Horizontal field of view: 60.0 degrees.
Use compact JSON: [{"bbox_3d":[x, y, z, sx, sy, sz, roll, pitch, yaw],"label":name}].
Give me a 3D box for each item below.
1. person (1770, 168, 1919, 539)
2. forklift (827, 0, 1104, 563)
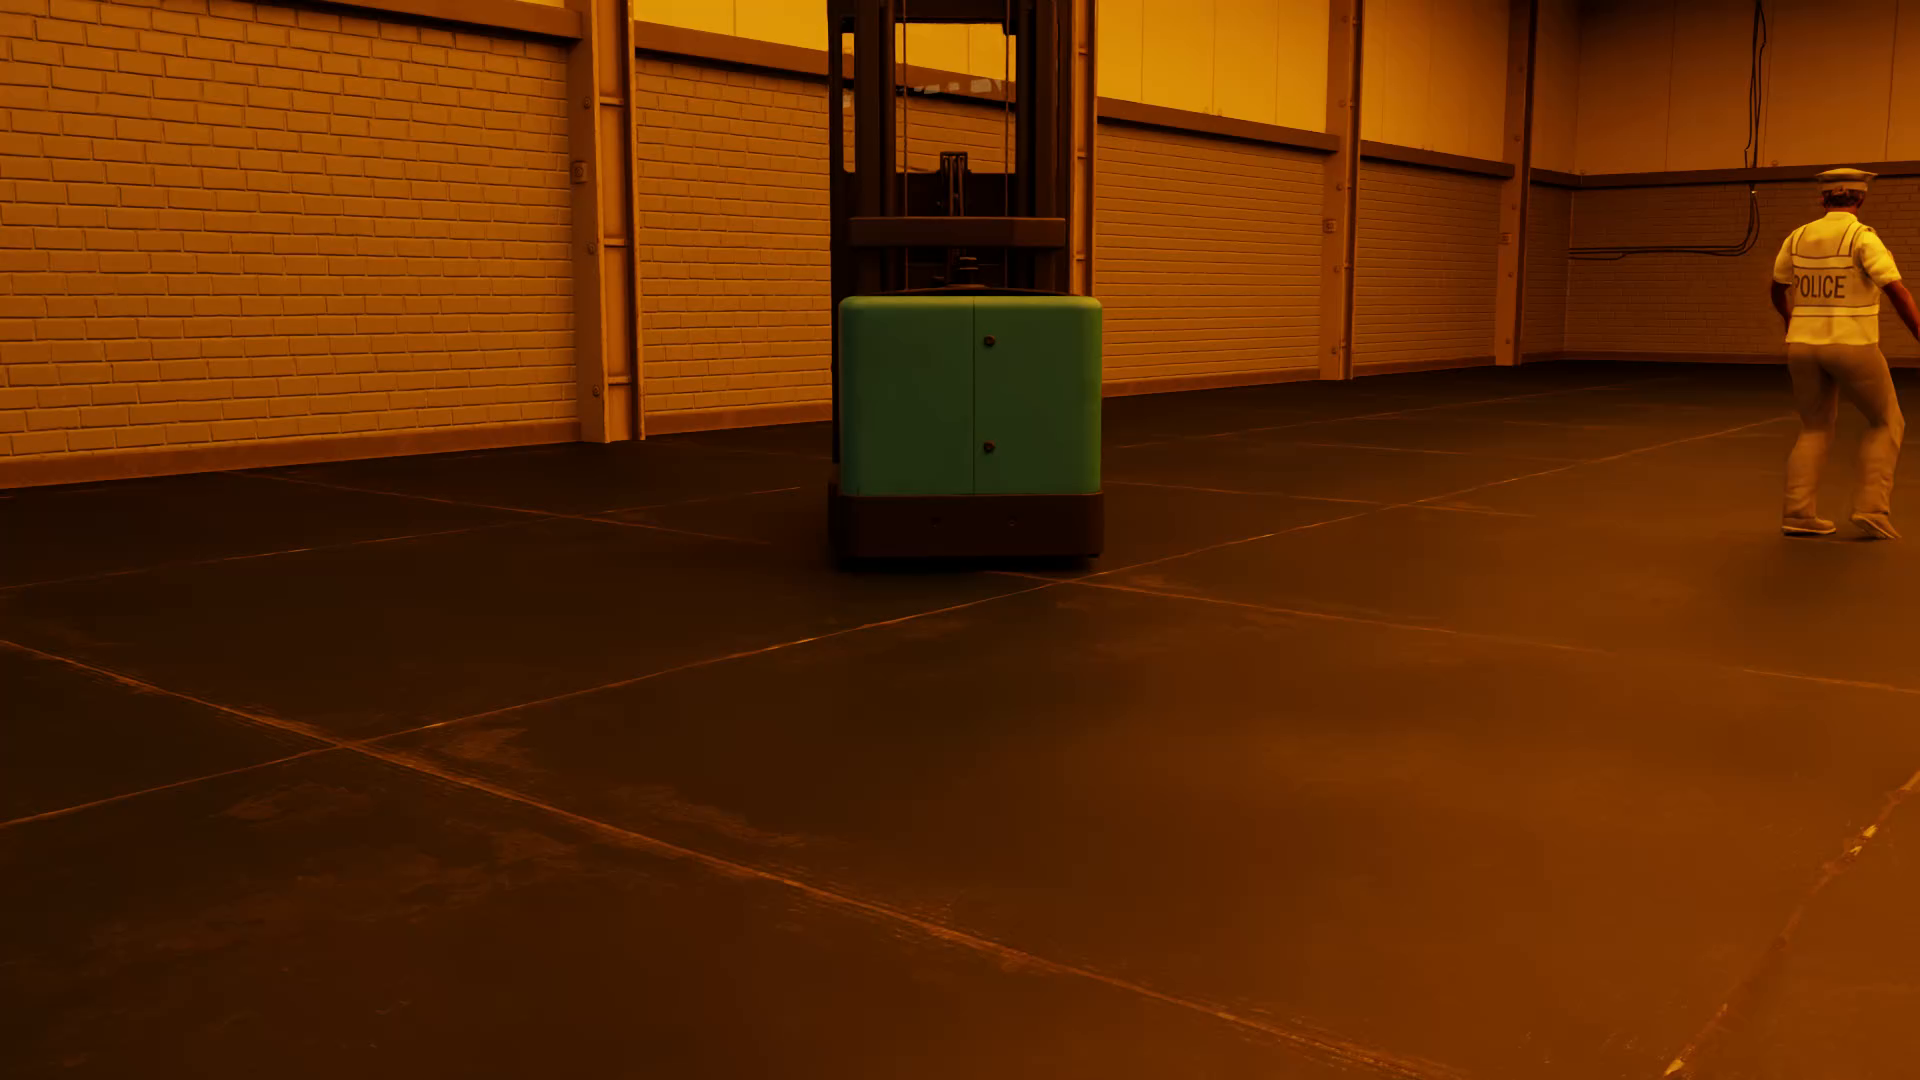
[{"bbox_3d":[3.969,-0.810,7.485,0.469,1.691,0.857,-4,9,-24],"label":"person"},{"bbox_3d":[-0.065,-1.534,7.764,1.130,2.935,3.031,-1,8,-5],"label":"forklift"}]
